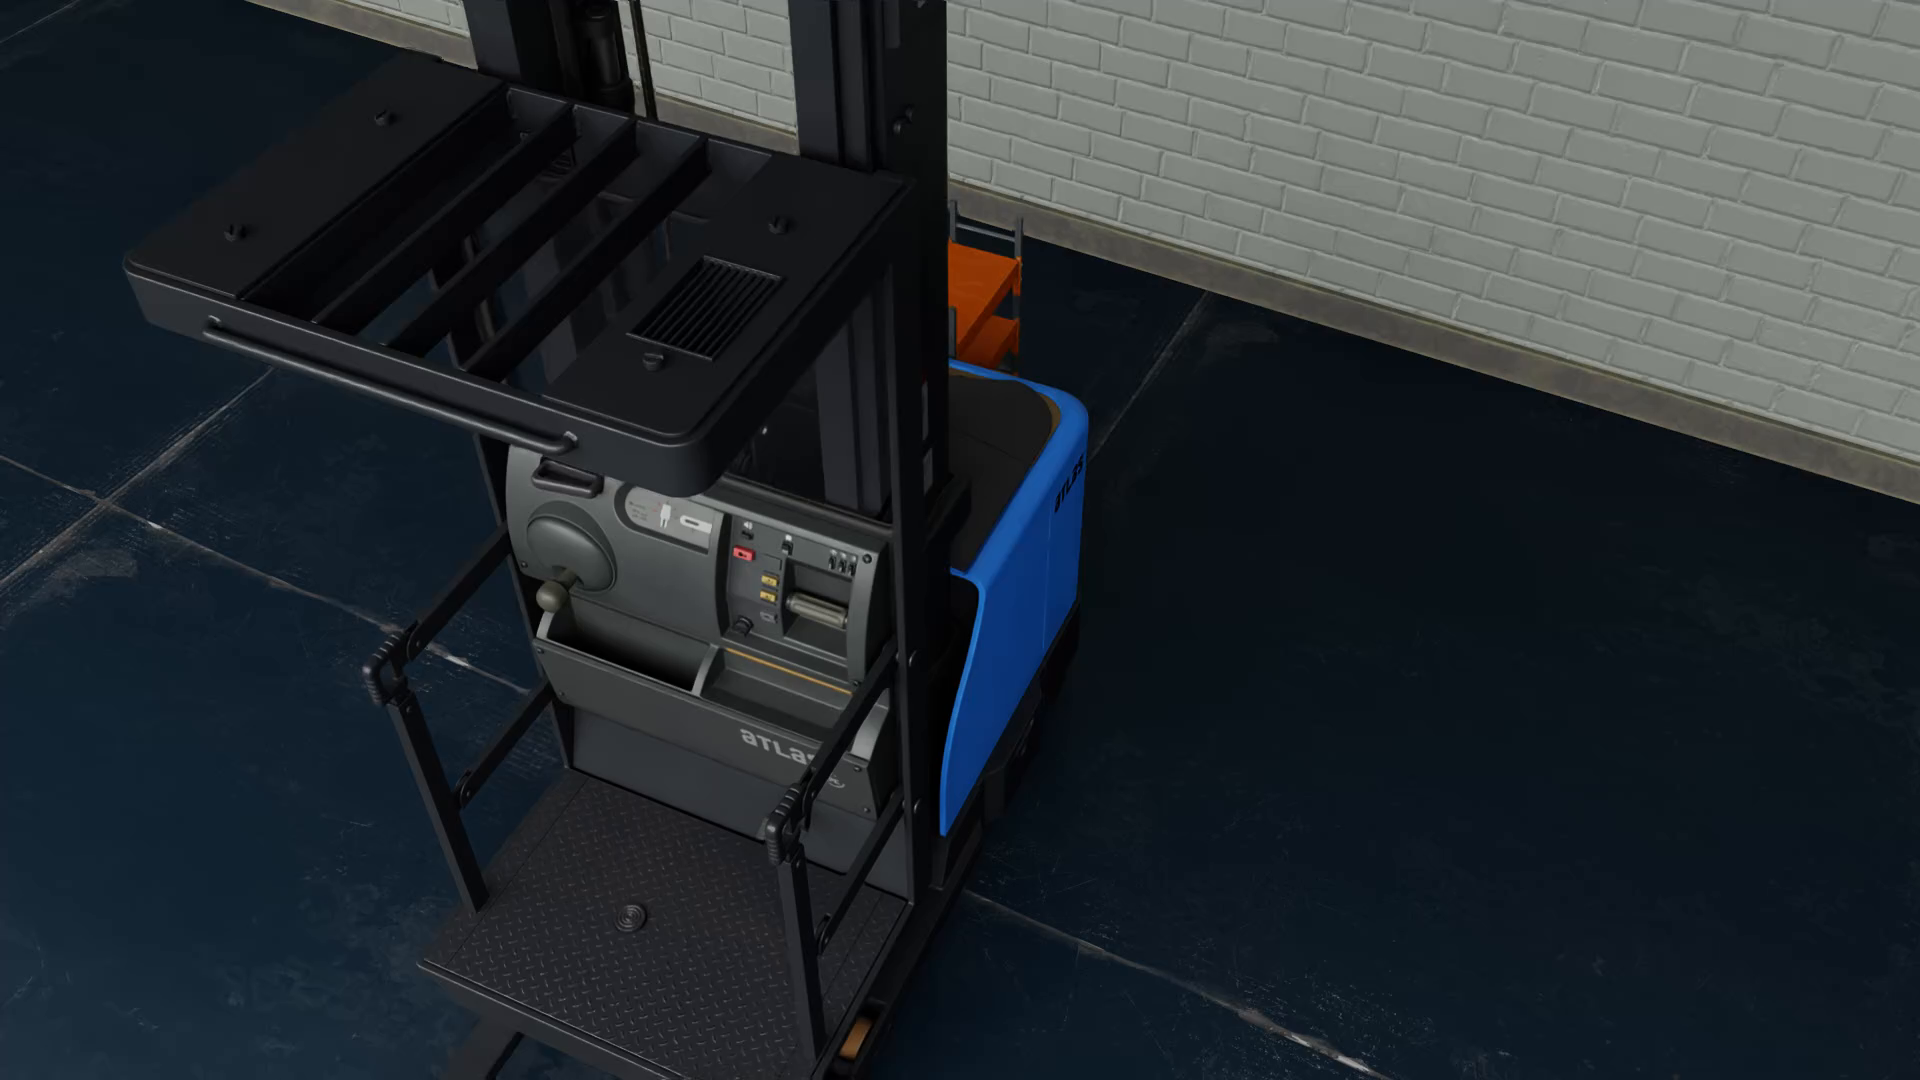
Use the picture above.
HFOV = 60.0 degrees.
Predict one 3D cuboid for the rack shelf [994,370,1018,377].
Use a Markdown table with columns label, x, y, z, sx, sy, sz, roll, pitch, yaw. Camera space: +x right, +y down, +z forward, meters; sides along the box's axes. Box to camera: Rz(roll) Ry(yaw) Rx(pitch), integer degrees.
| label | x | y | z | sx | sy | sz | roll | pitch | yaw |
| --- | --- | --- | --- | --- | --- | --- | --- | --- | --- |
| rack shelf | -0.021 | -0.379 | 5.376 | 0.258 | 0.148 | 0.480 | 18 | 48 | 17 |

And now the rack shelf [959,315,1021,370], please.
| label | x | y | z | sx | sy | sz | roll | pitch | yaw |
| --- | --- | --- | --- | --- | --- | --- | --- | --- | --- |
| rack shelf | -0.021 | -0.537 | 5.217 | 0.258 | 0.148 | 0.480 | 18 | 48 | 17 |

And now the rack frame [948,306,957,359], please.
| label | x | y | z | sx | sy | sz | roll | pitch | yaw |
| --- | --- | --- | --- | --- | --- | --- | --- | --- | --- |
| rack frame | -0.122 | -0.269 | 5.172 | 0.240 | 1.200 | 0.015 | 18 | 48 | 17 |

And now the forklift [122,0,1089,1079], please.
| label | x | y | z | sx | sy | sz | roll | pitch | yaw |
| --- | --- | --- | --- | --- | --- | --- | --- | --- | --- |
| forklift | -0.693 | 0.138 | 3.553 | 1.130 | 2.935 | 3.031 | 18 | 48 | 17 |

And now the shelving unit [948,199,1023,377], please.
| label | x | y | z | sx | sy | sz | roll | pitch | yaw |
| --- | --- | --- | --- | --- | --- | --- | --- | --- | --- |
| shelving unit | -0.021 | -0.427 | 5.328 | 0.258 | 1.200 | 0.503 | 18 | 48 | 17 |

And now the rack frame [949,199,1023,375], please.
| label | x | y | z | sx | sy | sz | roll | pitch | yaw |
| --- | --- | --- | --- | --- | --- | --- | --- | --- | --- |
| rack frame | 0.080 | -0.585 | 5.484 | 0.240 | 1.200 | 0.015 | 18 | 48 | 17 |

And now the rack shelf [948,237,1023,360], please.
| label | x | y | z | sx | sy | sz | roll | pitch | yaw |
| --- | --- | --- | --- | --- | --- | --- | --- | --- | --- |
| rack shelf | -0.021 | -0.703 | 5.049 | 0.258 | 0.148 | 0.480 | 18 | 48 | 17 |
